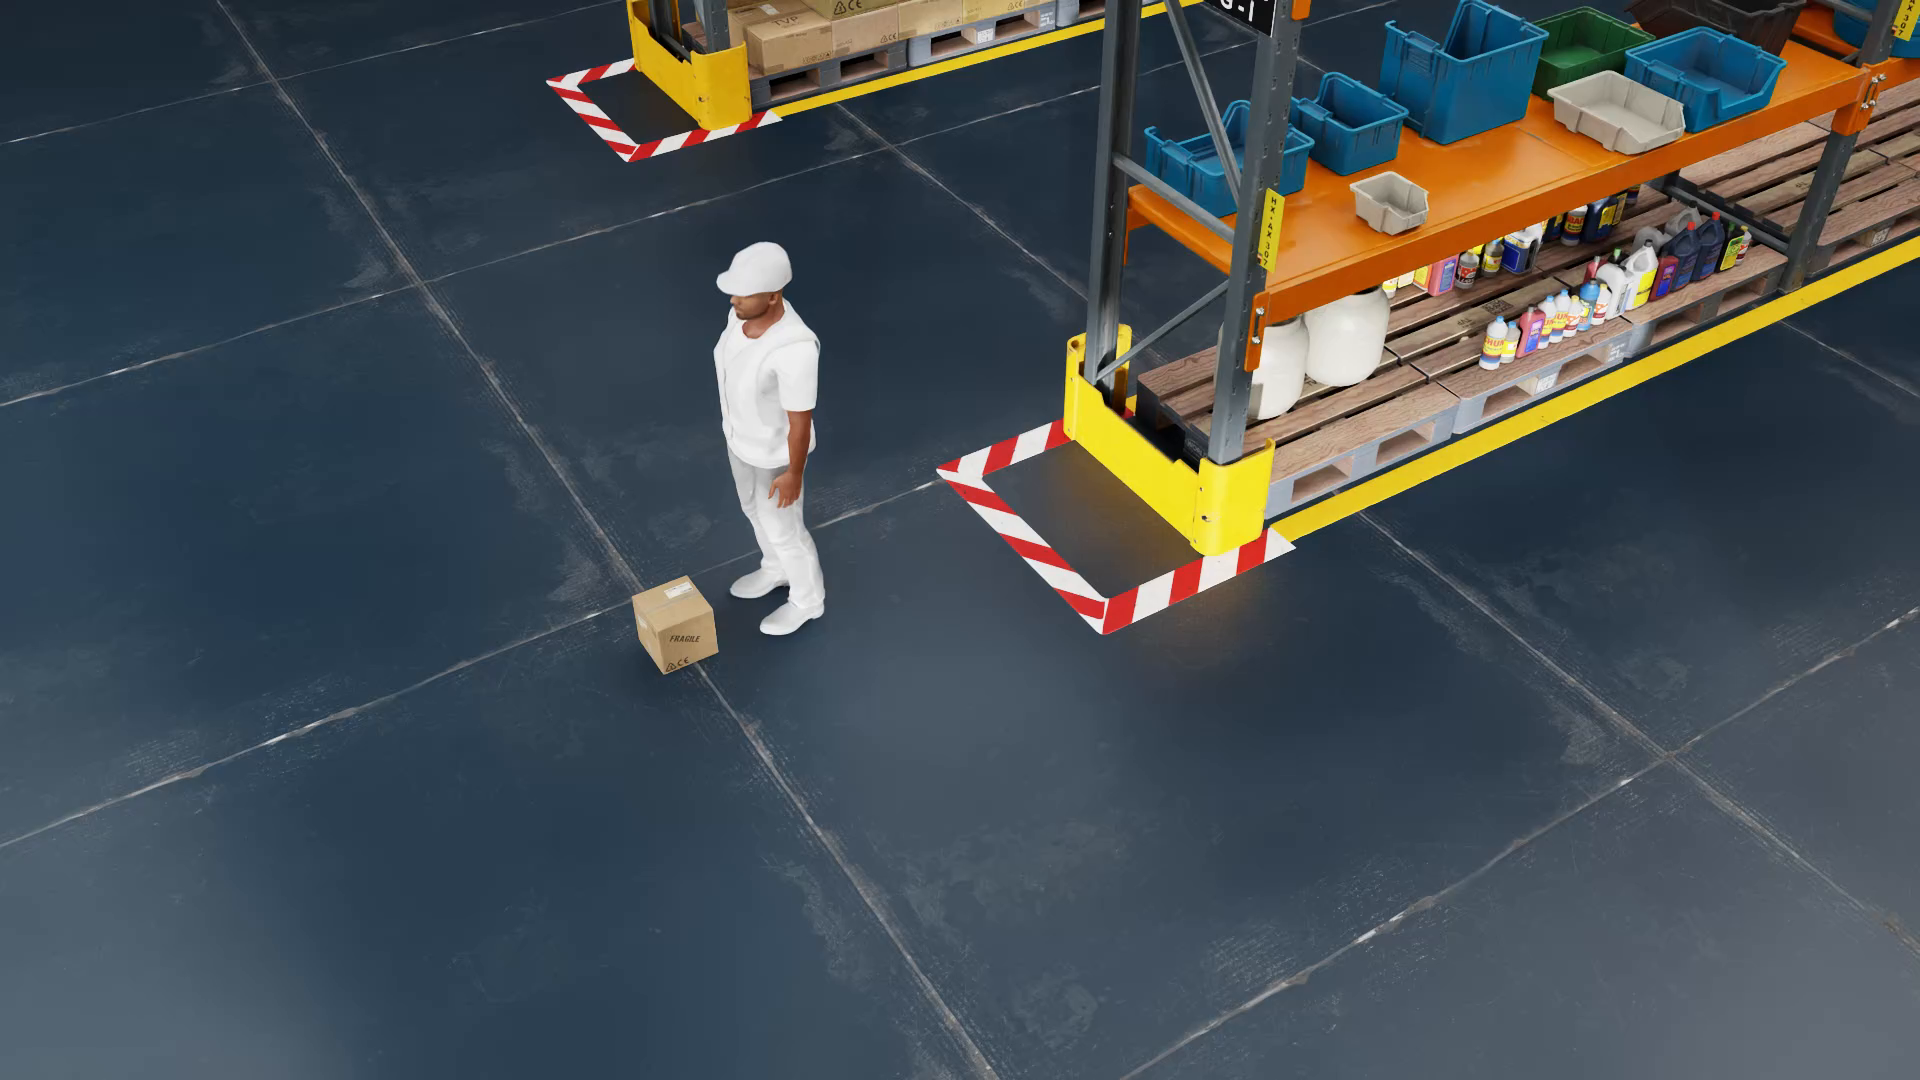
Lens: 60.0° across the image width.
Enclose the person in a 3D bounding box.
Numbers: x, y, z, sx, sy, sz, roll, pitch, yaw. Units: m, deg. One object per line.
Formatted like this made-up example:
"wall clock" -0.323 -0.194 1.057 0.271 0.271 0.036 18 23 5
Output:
"person" -0.754 -0.390 6.598 0.358 1.761 0.563 -21 45 -23
